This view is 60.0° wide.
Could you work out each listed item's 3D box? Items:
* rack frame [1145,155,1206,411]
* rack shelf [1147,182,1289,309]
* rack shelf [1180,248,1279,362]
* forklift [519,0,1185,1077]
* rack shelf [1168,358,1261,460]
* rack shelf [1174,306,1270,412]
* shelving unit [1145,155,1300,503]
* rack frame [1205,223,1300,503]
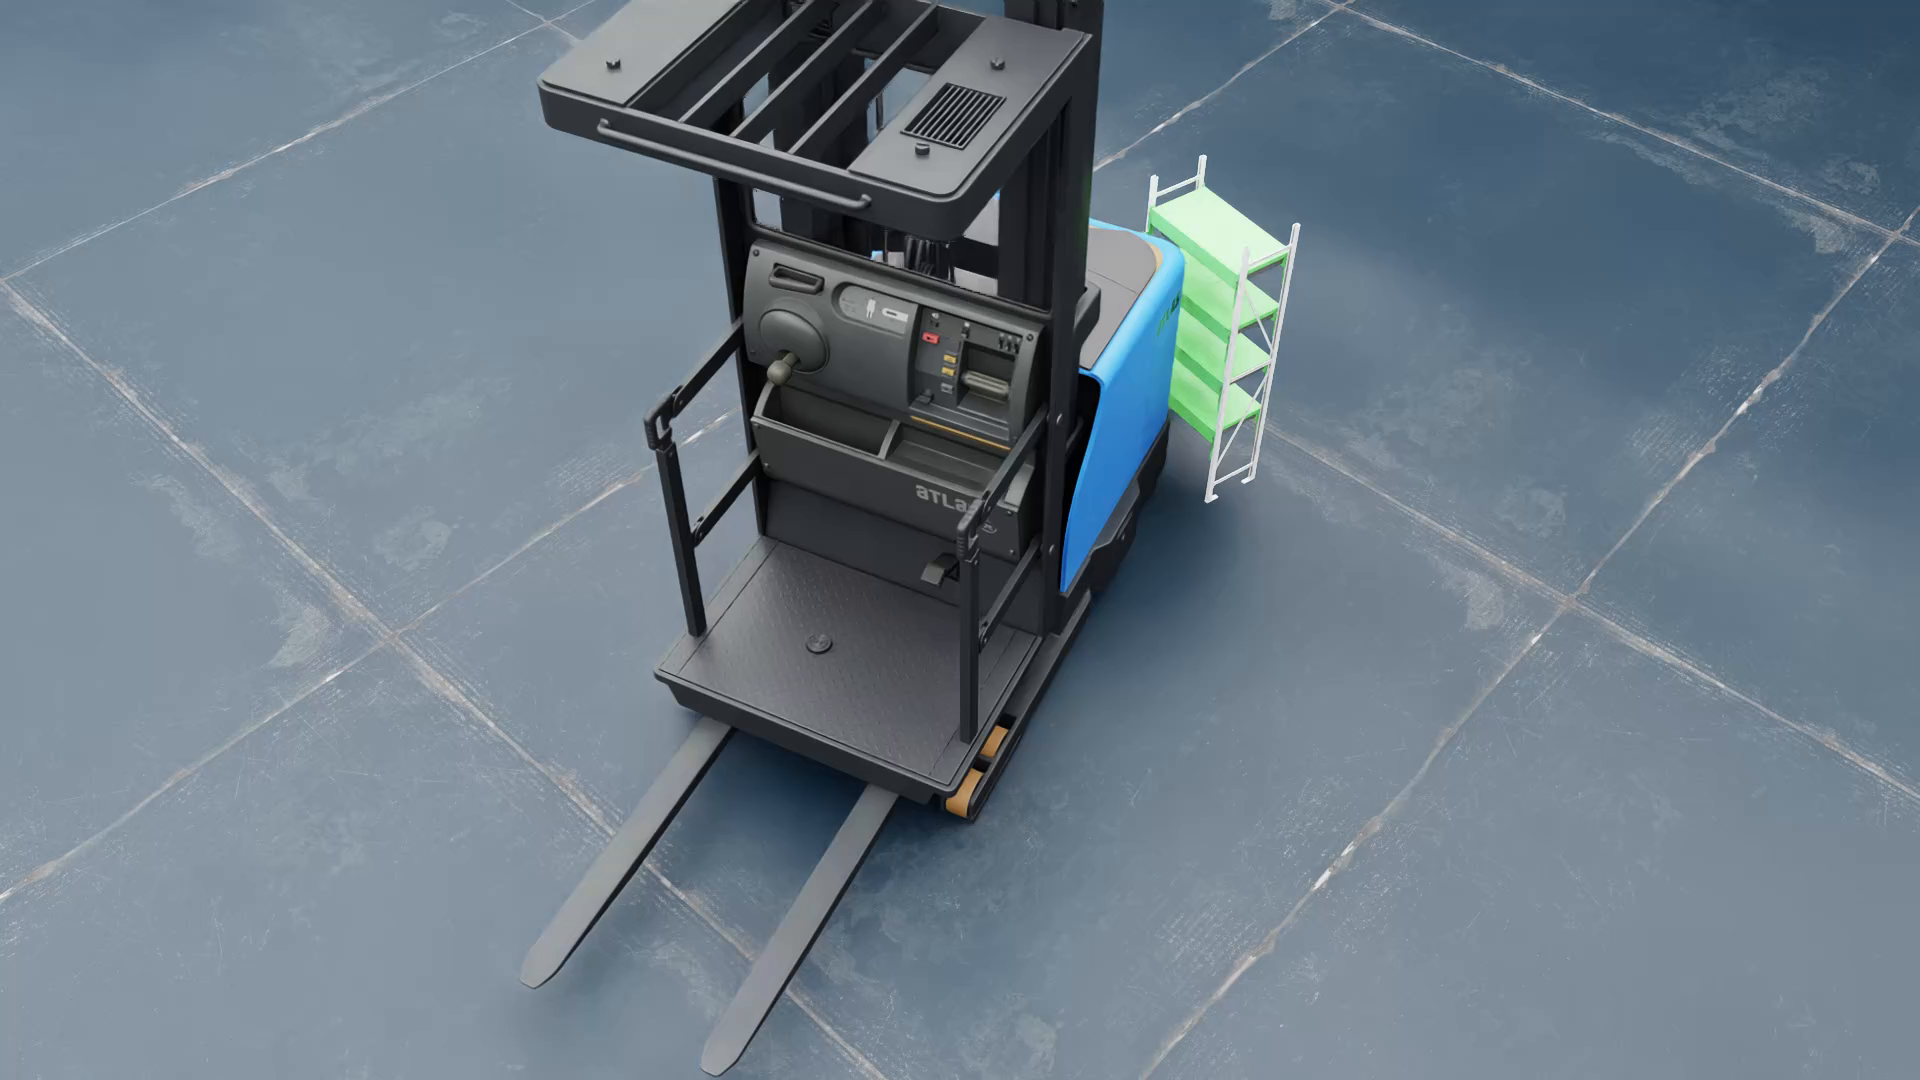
[{"bbox_3d":[0.768,-0.899,6.271,0.240,1.200,0.015,-26,52,-23],"label":"rack frame"},{"bbox_3d":[0.906,-1.037,5.830,0.258,0.148,0.480,-26,52,-23],"label":"rack shelf"},{"bbox_3d":[0.906,-0.873,6.005,0.258,0.148,0.480,-26,52,-23],"label":"rack shelf"},{"bbox_3d":[-0.303,-0.475,4.686,1.130,2.935,3.031,19,50,17],"label":"forklift"},{"bbox_3d":[0.906,-0.544,6.355,0.258,0.148,0.480,-26,52,-23],"label":"rack shelf"},{"bbox_3d":[0.906,-0.708,6.180,0.258,0.148,0.480,-26,52,-23],"label":"rack shelf"},{"bbox_3d":[0.906,-0.752,6.133,0.258,1.200,0.503,-26,52,-23],"label":"shelving unit"},{"bbox_3d":[1.043,-0.605,5.995,0.240,1.200,0.015,-26,52,-23],"label":"rack frame"}]
